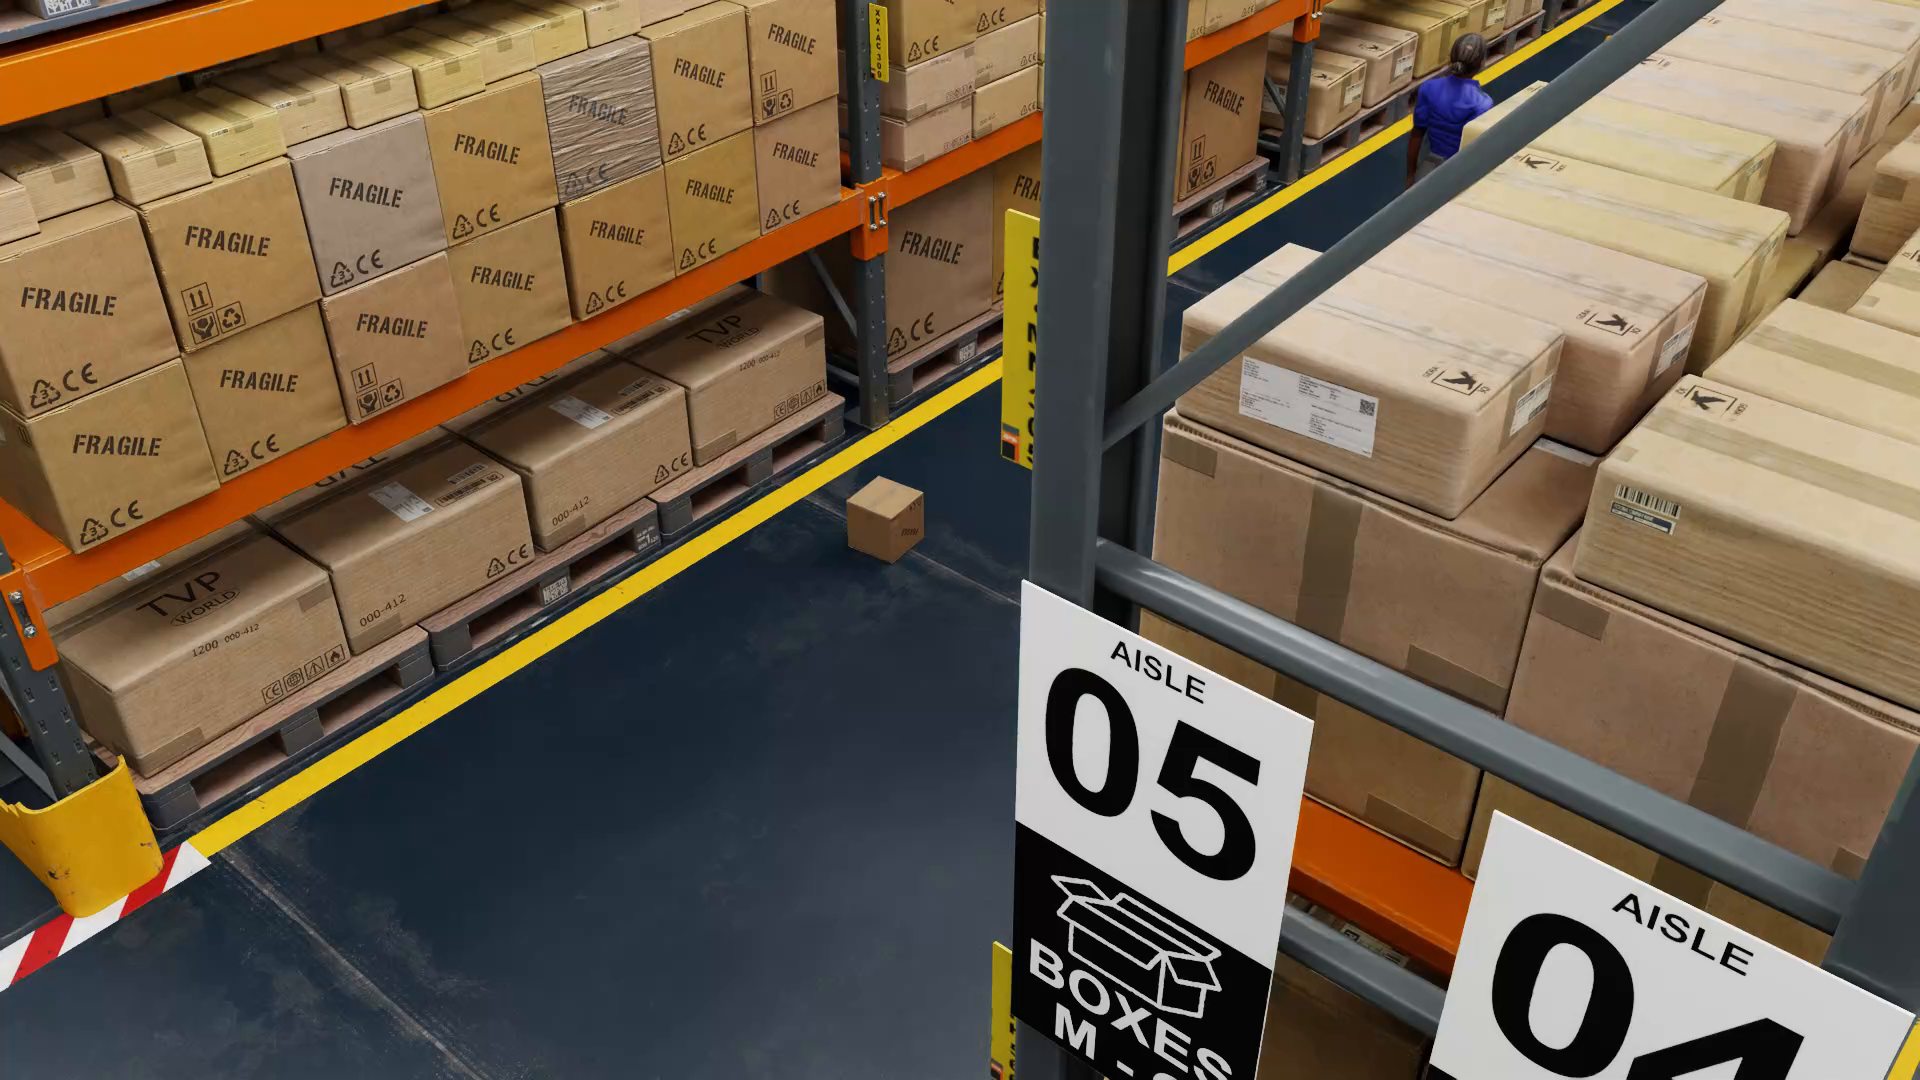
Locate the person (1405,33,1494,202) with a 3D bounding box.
[{"bbox_3d":[2.541,-1.863,8.755,0.546,1.642,0.446,-29,44,-34],"label":"person"}]
